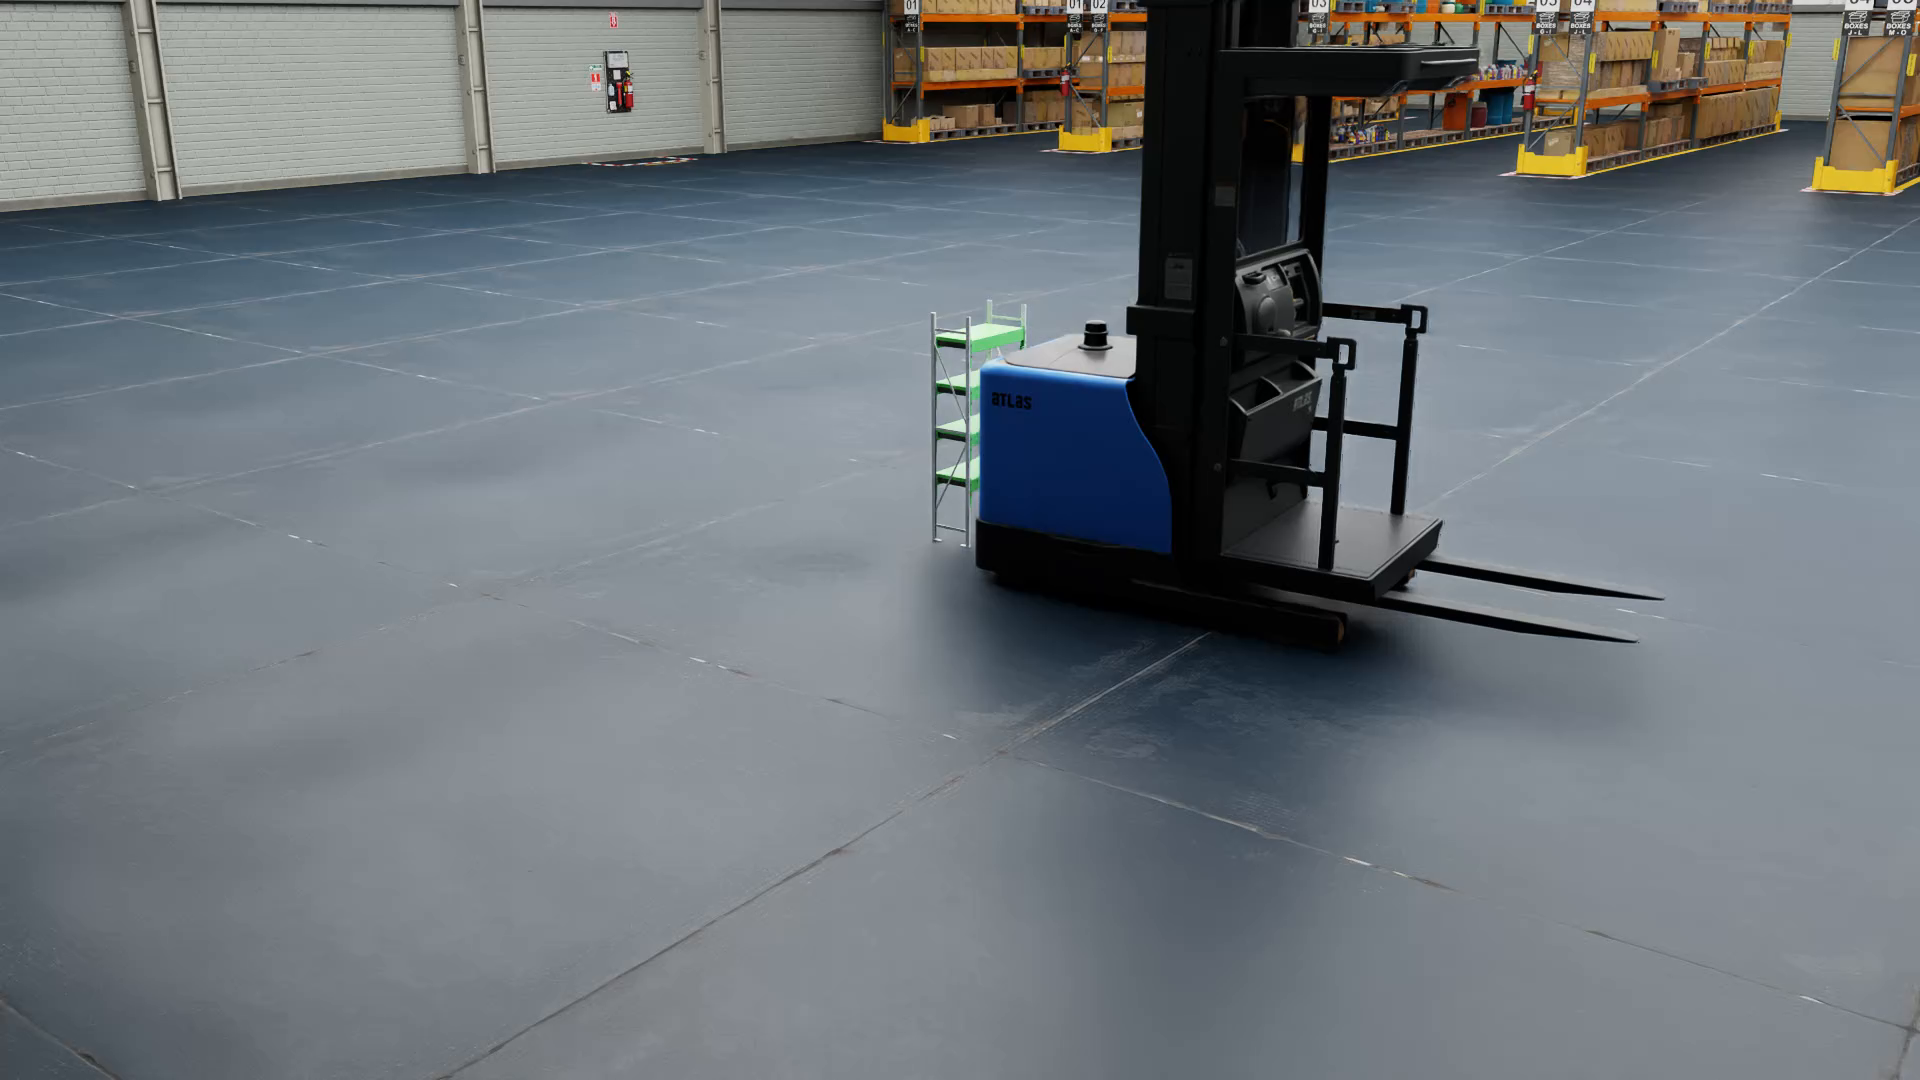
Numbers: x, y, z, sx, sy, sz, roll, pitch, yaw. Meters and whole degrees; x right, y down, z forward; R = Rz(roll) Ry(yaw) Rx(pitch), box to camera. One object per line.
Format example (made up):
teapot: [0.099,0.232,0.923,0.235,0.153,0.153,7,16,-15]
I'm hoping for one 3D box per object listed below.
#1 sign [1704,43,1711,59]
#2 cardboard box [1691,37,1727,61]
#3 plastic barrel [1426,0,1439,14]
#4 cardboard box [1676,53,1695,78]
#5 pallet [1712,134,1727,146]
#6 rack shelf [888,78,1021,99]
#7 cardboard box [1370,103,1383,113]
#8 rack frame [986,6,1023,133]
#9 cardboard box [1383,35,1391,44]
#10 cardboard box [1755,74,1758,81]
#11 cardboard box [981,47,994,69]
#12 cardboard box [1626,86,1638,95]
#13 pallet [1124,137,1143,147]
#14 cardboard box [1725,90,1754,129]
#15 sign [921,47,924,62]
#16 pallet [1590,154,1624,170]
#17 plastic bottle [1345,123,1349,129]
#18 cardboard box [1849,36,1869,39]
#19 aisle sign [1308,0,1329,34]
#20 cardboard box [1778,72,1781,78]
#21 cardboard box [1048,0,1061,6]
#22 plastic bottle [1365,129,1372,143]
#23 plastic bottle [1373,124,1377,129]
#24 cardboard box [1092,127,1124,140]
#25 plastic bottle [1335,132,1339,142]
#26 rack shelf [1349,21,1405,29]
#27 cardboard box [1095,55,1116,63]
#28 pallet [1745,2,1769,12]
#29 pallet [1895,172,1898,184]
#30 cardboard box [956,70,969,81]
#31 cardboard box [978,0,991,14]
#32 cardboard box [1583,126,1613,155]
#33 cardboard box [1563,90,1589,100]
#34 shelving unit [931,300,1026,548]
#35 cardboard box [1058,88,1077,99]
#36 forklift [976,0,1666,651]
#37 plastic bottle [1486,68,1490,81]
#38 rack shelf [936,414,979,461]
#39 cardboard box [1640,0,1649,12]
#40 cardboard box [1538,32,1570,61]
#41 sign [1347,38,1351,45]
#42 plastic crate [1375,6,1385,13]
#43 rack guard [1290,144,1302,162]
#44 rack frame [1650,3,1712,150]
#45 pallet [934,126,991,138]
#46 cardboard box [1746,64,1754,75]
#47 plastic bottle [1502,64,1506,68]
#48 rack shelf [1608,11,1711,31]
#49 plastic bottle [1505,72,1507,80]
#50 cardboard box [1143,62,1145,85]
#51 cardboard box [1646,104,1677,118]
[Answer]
sign: [15.851,-10.373,35.269,0.100,0.325,0.005,12,21,35]
cardboard box: [16.643,-10.965,37.135,0.797,0.503,0.637,13,22,36]
plastic barrel: [10.379,-12.151,37.033,0.600,0.830,0.708,12,21,35]
cardboard box: [14.868,-9.913,34.732,0.500,0.500,0.700,-16,24,-42]
pallet: [16.668,-9.083,37.638,1.003,0.211,1.213,12,21,35]
rack shelf: [-0.099,-10.805,39.692,1.077,0.370,4.000,12,21,35]
cardboard box: [11.507,-12.111,46.580,0.500,0.250,0.500,12,21,35]
rack frame: [1.092,-11.624,41.119,1.000,3.000,0.127,12,21,35]
cardboard box: [11.573,-13.734,46.057,0.500,0.500,0.500,13,22,36]
cardboard box: [18.705,-10.984,39.480,0.380,0.149,0.250,12,21,33]
cardboard box: [0.458,-11.515,39.722,0.500,0.500,0.500,12,21,33]
cardboard box: [12.721,-8.589,31.769,0.380,0.149,0.250,12,21,35]
pallet: [3.839,-8.945,37.191,1.003,0.211,1.213,12,21,35]
cardboard box: [18.251,-10.233,39.512,0.875,0.875,0.875,12,21,35]
sign: [-0.855,-10.989,37.614,0.100,0.325,0.005,12,21,35]
pallet: [11.928,-7.209,31.602,1.003,0.211,1.213,12,21,35]
plastic bottle: [8.235,-8.700,35.426,0.144,0.351,0.185,13,22,36]
cardboard box: [15.072,-7.962,27.250,0.875,0.550,0.550,12,21,35]
aisle sign: [6.858,-10.094,31.806,0.394,0.787,0.004,12,21,35]
cardboard box: [20.229,-11.594,41.444,0.380,0.149,0.250,13,21,36]
cardboard box: [2.217,-13.715,41.917,0.500,0.500,0.500,12,21,33]
plastic bottle: [8.490,-8.418,34.645,0.152,0.276,0.135,13,21,36]
plastic bottle: [8.781,-8.640,35.233,0.144,0.351,0.185,12,21,35]
cardboard box: [3.188,-8.773,35.865,0.500,0.250,0.500,12,21,35]
plastic bottle: [7.881,-8.427,34.800,0.097,0.201,0.097,0,17,0]
rack shelf: [11.031,-14.221,45.634,1.077,0.370,4.000,12,21,35]
cardboard box: [3.096,-10.210,35.302,0.380,0.149,0.250,12,21,34]
pallet: [18.289,-12.487,38.989,1.003,0.211,1.213,12,21,35]
pallet: [14.980,-6.018,27.767,1.003,0.211,1.213,12,21,35]
cardboard box: [-0.139,-10.916,39.057,0.500,0.250,0.500,12,21,34]
cardboard box: [0.379,-12.693,39.301,0.500,0.500,0.500,11,21,33]
cardboard box: [12.114,-7.618,31.723,0.500,0.500,0.500,10,20,30]
cardboard box: [11.005,-7.952,29.715,0.380,0.149,0.250,12,21,35]
shelving unit: [0.099,-0.612,8.693,0.258,1.200,0.503,12,21,35]
cardboard box: [2.699,-11.646,43.398,0.500,0.250,0.500,13,21,36]
forklift: [1.602,-1.098,7.338,3.031,2.935,1.130,10,20,30]
plastic bottle: [12.479,-11.006,39.323,0.061,0.283,0.133,12,21,35]
rack shelf: [0.099,-0.551,8.712,0.258,0.148,0.480,12,21,35]
cardboard box: [12.645,-10.082,31.348,0.500,0.250,0.500,13,22,36]
cardboard box: [10.772,-8.888,29.950,0.500,0.500,0.500,12,21,35]
sign: [10.288,-13.111,43.954,0.100,0.325,0.005,12,21,35]
plastic crate: [8.417,-10.727,33.615,0.243,0.136,0.396,12,21,35]
rack guard: [6.673,-7.754,32.869,1.175,0.500,0.348,12,21,35]
rack frame: [15.410,-9.951,35.731,1.000,3.000,0.127,12,21,35]
pallet: [-0.006,-9.835,40.057,1.003,0.211,1.213,12,21,35]
cardboard box: [18.284,-11.040,38.988,0.500,0.250,0.500,12,21,34]
plastic bottle: [13.305,-11.460,40.674,0.144,0.351,0.185,12,21,35]
rack shelf: [14.218,-10.564,33.859,1.077,0.370,4.000,12,21,35]
plastic bottle: [13.195,-11.262,40.286,0.097,0.201,0.097,0,17,0]
cardboard box: [3.898,-10.323,36.760,0.700,0.500,0.500,13,22,36]
cardboard box: [14.727,-9.033,34.982,0.500,0.250,0.500,16,23,41]
